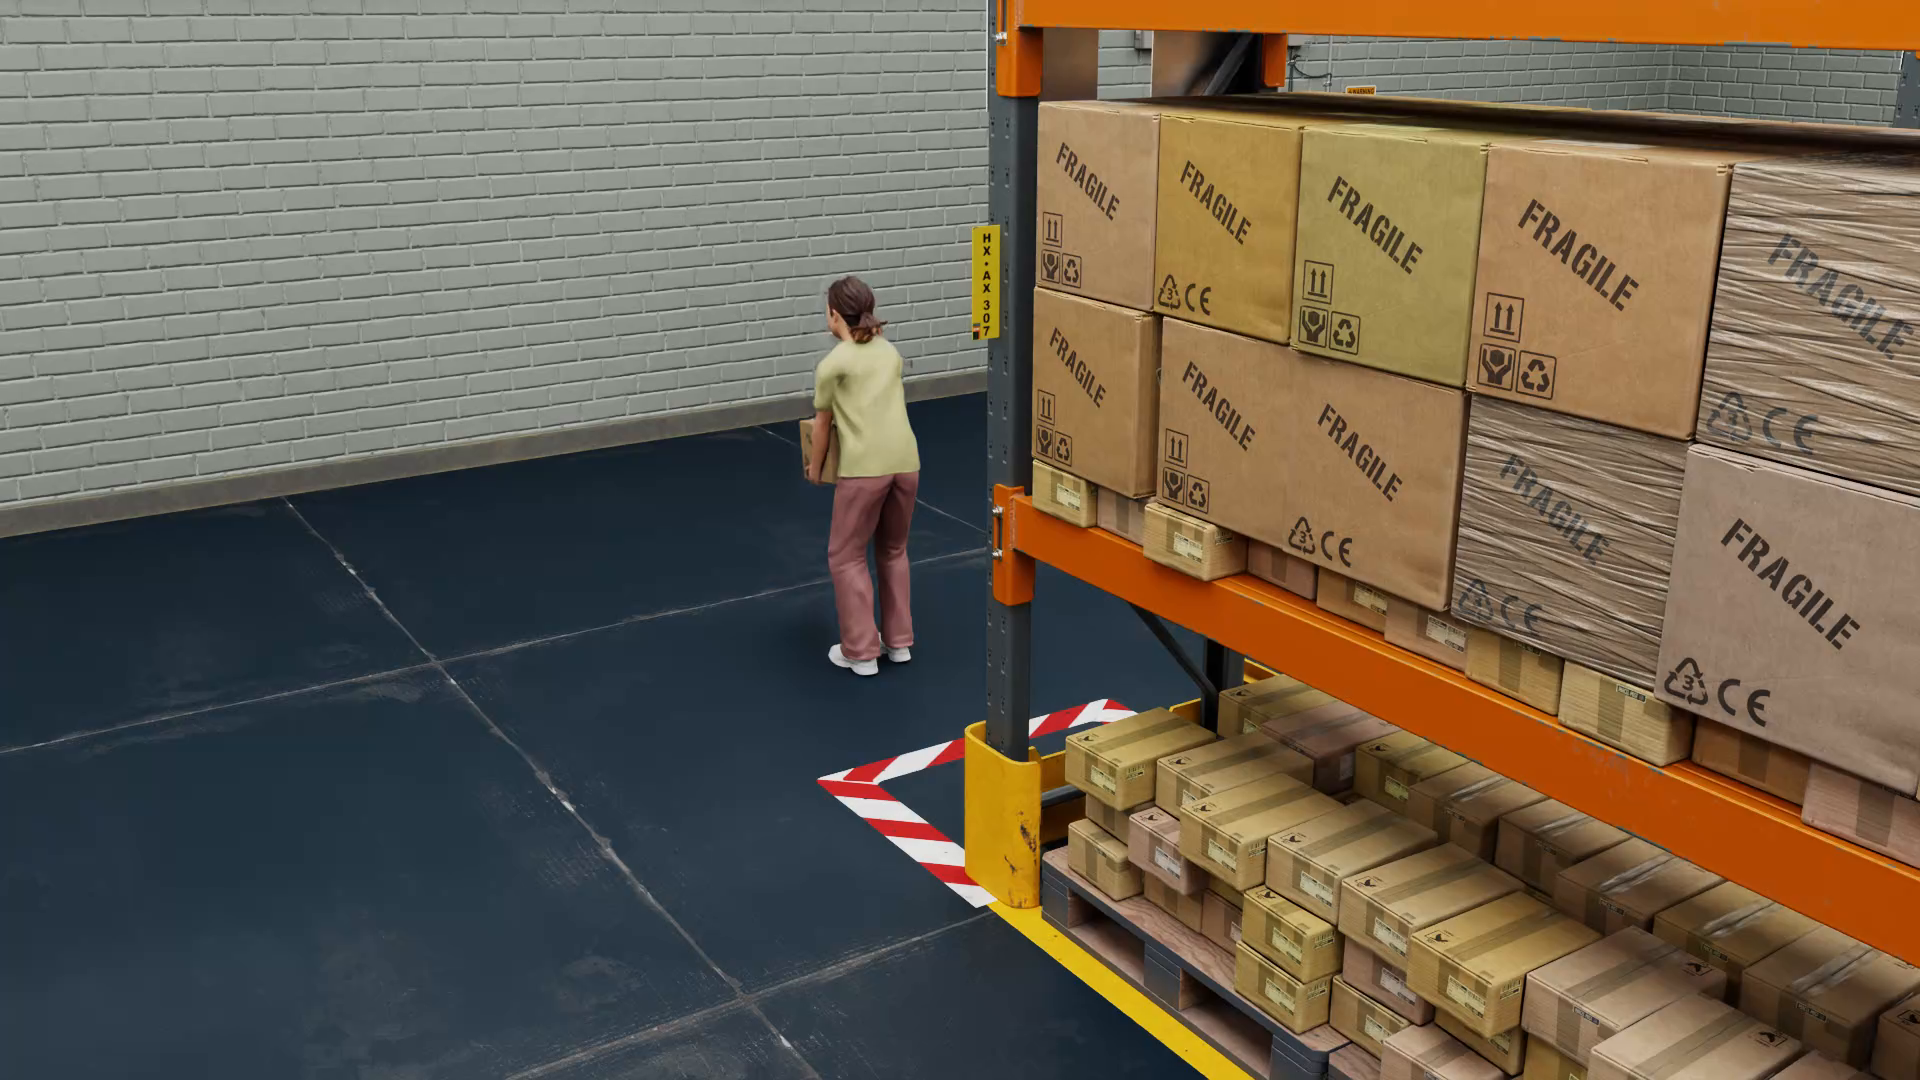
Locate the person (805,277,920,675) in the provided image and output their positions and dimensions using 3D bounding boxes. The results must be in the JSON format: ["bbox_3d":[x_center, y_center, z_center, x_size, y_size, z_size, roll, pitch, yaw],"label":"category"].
[{"bbox_3d":[-0.411,-0.273,6.952,0.406,1.644,0.527,-12,22,-32],"label":"person"}]
